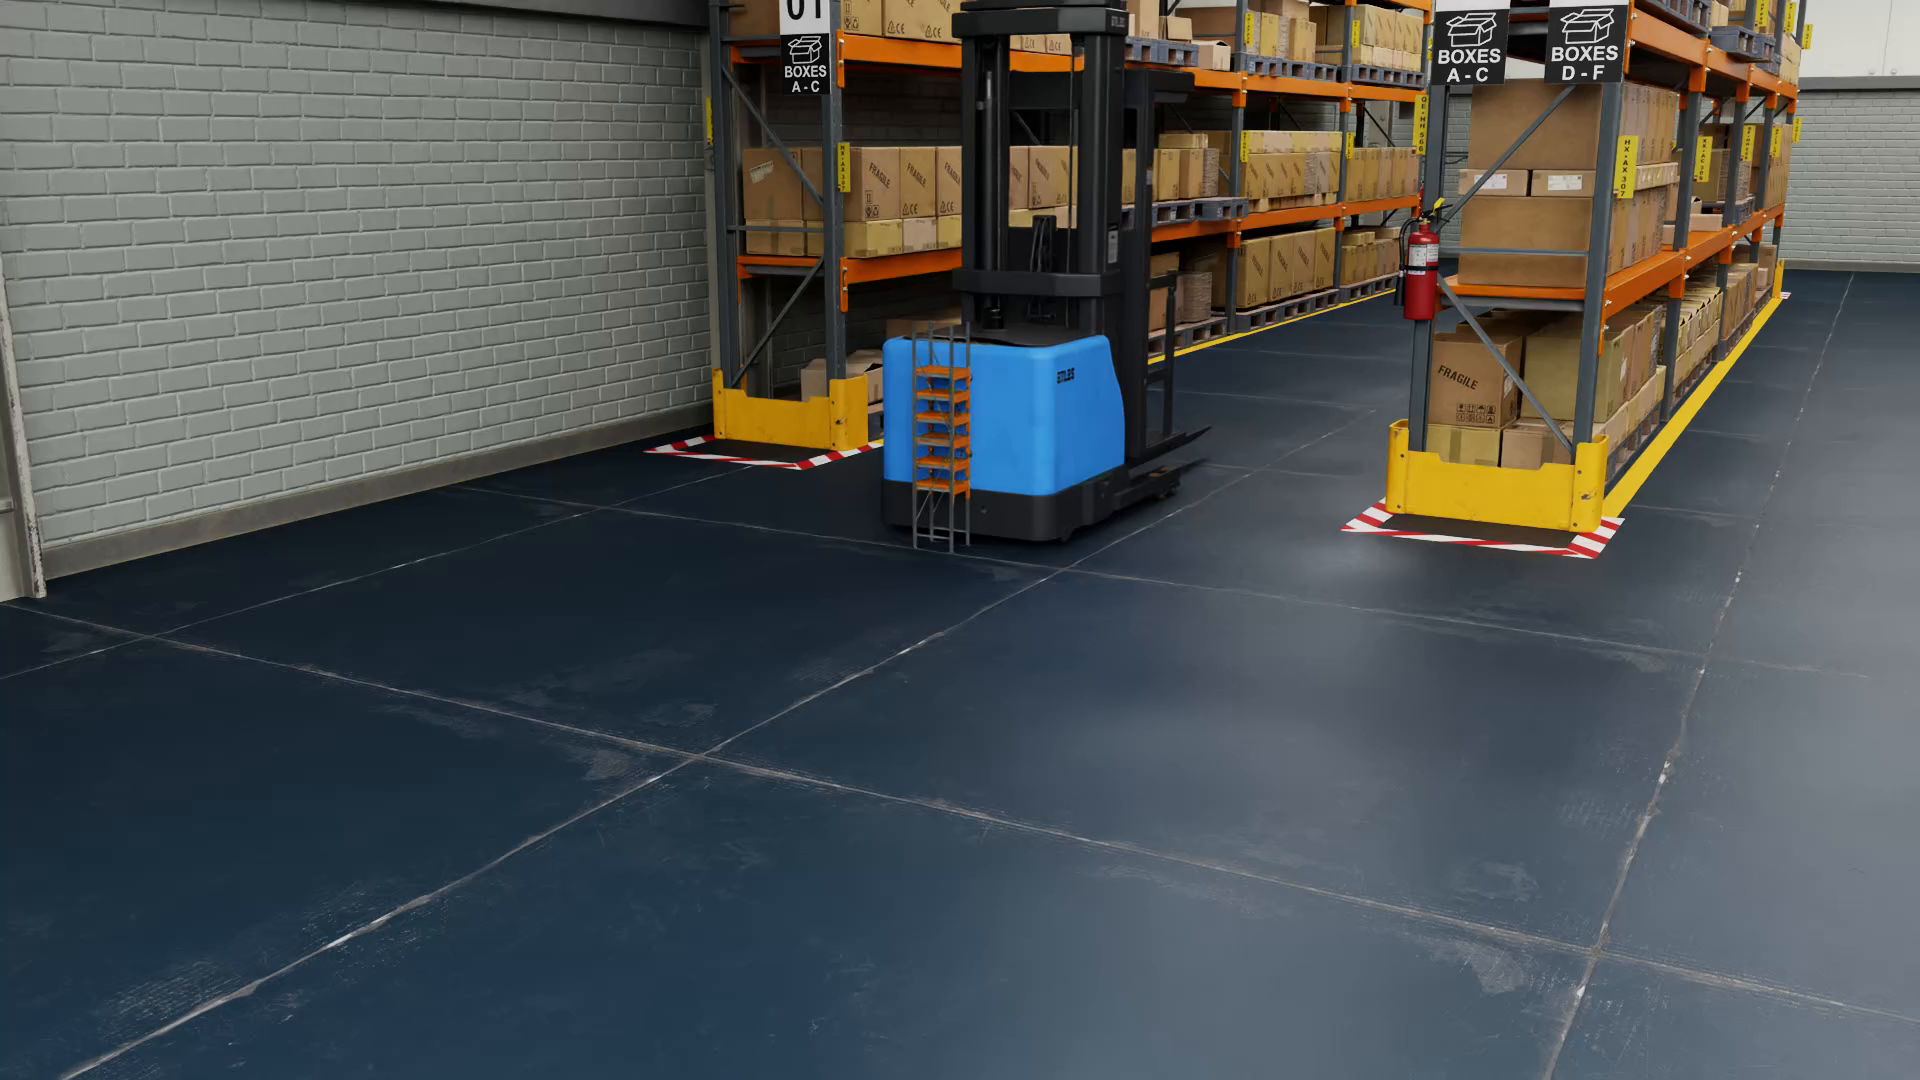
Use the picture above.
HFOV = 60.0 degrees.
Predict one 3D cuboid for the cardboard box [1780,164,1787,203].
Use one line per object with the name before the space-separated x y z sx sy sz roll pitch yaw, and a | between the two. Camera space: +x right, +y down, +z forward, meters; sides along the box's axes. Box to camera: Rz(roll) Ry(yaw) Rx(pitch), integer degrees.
cardboard box | 10.584 -4.701 21.918 0.500 0.500 0.500 8 15 29

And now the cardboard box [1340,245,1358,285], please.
cardboard box | 4.989 -3.752 22.635 0.700 0.500 0.500 8 16 29

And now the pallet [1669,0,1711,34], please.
pallet | 4.619 -3.657 11.591 1.003 0.211 1.213 7 15 28

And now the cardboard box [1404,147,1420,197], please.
cardboard box | 6.234 -5.482 24.733 0.980 0.700 0.700 8 16 31

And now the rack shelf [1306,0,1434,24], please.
rack shelf | 5.505 -7.404 22.933 1.077 0.370 4.000 7 15 28

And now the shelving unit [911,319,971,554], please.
shelving unit | -0.098 -0.540 8.713 0.258 1.200 0.189 7 15 27

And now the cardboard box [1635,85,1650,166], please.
cardboard box | 4.072 -2.698 10.844 0.700 0.500 0.500 7 15 28

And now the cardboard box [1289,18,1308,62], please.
cardboard box | 3.804 -6.052 20.186 0.700 0.500 0.500 7 15 27

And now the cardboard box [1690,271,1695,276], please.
cardboard box | 7.688 -2.672 18.111 0.500 0.500 0.500 7 15 26

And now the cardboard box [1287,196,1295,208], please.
cardboard box | 3.832 -4.099 20.128 0.380 0.149 0.250 8 16 30

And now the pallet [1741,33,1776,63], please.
pallet | 6.693 -4.457 15.125 1.213 0.211 1.003 8 16 31

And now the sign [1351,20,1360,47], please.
sign | 5.018 -6.424 21.107 0.100 0.325 0.005 7 15 28

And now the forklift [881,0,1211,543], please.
forklift | 0.703 -1.710 9.874 1.130 2.935 3.031 7 15 27

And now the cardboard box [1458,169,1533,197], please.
cardboard box | 3.093 -2.063 9.593 0.380 0.149 0.250 7 15 27

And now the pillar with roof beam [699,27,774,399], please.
pillar with roof beam | 2.087 -4.830 9.867 9.100 9.000 0.400 7 15 28

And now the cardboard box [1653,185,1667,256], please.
cardboard box | 4.800 -2.376 12.278 0.700 0.500 0.500 7 15 27

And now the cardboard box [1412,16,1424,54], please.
cardboard box | 6.357 -7.264 23.973 0.500 0.500 0.500 7 15 28

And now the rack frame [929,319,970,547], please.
rack frame | -0.055 -0.559 8.791 0.240 1.200 0.006 7 15 27

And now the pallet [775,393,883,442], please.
pallet | -0.802 -0.982 12.657 1.003 0.211 1.213 7 15 28

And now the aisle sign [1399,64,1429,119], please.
aisle sign | 6.769 -6.687 24.822 0.394 0.787 0.004 7 15 28

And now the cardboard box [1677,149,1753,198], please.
cardboard box | 8.076 -3.944 17.884 0.700 0.500 0.500 3 14 14

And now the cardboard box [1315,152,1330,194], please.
cardboard box | 4.298 -4.595 20.804 0.500 0.500 0.500 8 15 28

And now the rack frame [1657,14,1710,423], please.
rack frame | 5.009 -2.420 12.670 1.000 3.000 0.127 7 15 28

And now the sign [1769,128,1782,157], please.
sign | 9.364 -4.562 19.084 0.100 0.325 0.005 7 15 28

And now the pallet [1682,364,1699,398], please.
pallet | 5.920 -1.471 14.684 1.003 0.211 1.213 7 15 28

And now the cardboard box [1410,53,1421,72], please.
cardboard box | 6.350 -6.900 24.064 0.500 0.250 0.500 8 16 30

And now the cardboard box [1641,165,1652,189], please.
cardboard box | 4.324 -2.388 10.943 0.380 0.149 0.250 8 16 30

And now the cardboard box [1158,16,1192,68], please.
cardboard box | 1.897 -5.063 16.973 0.797 0.503 0.637 10 17 36

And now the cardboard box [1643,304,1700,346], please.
cardboard box | 5.923 -1.825 13.976 0.500 0.311 0.500 7 15 26

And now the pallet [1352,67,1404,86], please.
pallet | 5.534 -6.453 23.187 1.003 0.211 1.213 7 15 28

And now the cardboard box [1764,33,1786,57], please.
cardboard box | 9.329 -5.761 19.382 0.500 0.250 0.500 7 15 28

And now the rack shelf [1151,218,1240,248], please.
rack shelf | 1.638 -3.041 16.781 1.077 0.370 4.000 7 15 28

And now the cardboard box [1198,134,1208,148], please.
cardboard box | 2.464 -4.304 17.952 0.380 0.149 0.250 5 15 21

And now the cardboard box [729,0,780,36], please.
cardboard box | -1.283 -3.790 11.699 0.500 0.500 0.500 9 16 32

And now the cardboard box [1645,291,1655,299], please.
cardboard box | 6.186 -2.197 15.522 0.500 0.311 0.500 7 15 27

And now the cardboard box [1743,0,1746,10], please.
cardboard box | 7.926 -5.452 17.523 0.600 0.600 0.600 7 15 26

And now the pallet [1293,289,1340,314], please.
pallet | 4.231 -3.099 21.437 1.003 0.211 1.213 7 15 28

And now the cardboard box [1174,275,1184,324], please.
cardboard box | 1.951 -2.553 17.619 0.700 0.500 0.500 7 15 28

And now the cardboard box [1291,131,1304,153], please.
cardboard box | 3.788 -4.751 19.850 0.500 0.250 0.500 7 15 27

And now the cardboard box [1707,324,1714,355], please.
cardboard box | 6.656 -1.866 15.344 0.500 0.250 0.500 7 15 27

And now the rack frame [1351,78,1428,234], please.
rack frame | 6.472 -5.442 25.207 1.000 3.000 0.127 7 15 28

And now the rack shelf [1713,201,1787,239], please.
rack shelf | 9.843 -4.122 21.264 1.077 0.370 4.000 7 15 28

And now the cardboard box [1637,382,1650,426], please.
cardboard box | 4.497 -0.961 11.592 0.500 0.250 0.500 7 15 28

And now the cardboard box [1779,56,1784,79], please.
cardboard box | 9.328 -5.518 19.441 0.500 0.250 0.500 7 15 28

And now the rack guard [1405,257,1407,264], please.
rack guard | 6.484 -4.232 25.520 1.175 0.500 0.348 7 15 28

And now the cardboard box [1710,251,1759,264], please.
cardboard box | 9.780 -3.447 21.320 0.797 0.503 0.637 7 15 28

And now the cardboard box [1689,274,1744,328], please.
cardboard box | 7.908 -2.510 17.441 0.500 0.500 0.500 7 15 27

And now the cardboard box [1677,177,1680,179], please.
cardboard box | 5.891 -2.835 14.179 0.500 0.500 0.500 7 15 28

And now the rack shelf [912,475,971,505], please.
rack shelf | -0.098 -0.263 8.780 0.258 0.103 0.180 7 15 27

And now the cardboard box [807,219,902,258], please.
cardboard box | -0.749 -2.160 11.872 0.500 0.250 0.500 7 15 26

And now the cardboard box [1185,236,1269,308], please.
cardboard box | 3.075 -3.096 19.166 0.750 0.750 0.750 7 15 27

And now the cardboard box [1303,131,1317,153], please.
cardboard box | 4.034 -4.856 20.284 0.500 0.250 0.500 8 16 29

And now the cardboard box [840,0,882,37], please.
cardboard box | -0.882 -3.716 11.392 0.500 0.500 0.500 8 16 30

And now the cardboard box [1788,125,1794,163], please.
cardboard box | 10.836 -5.294 22.245 0.500 0.500 0.500 7 15 28

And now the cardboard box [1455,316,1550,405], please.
cardboard box | 3.545 -1.182 10.905 0.500 0.500 0.500 7 15 28

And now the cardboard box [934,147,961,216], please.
cardboard box | -0.266 -2.730 12.636 0.500 0.500 0.500 7 15 26
